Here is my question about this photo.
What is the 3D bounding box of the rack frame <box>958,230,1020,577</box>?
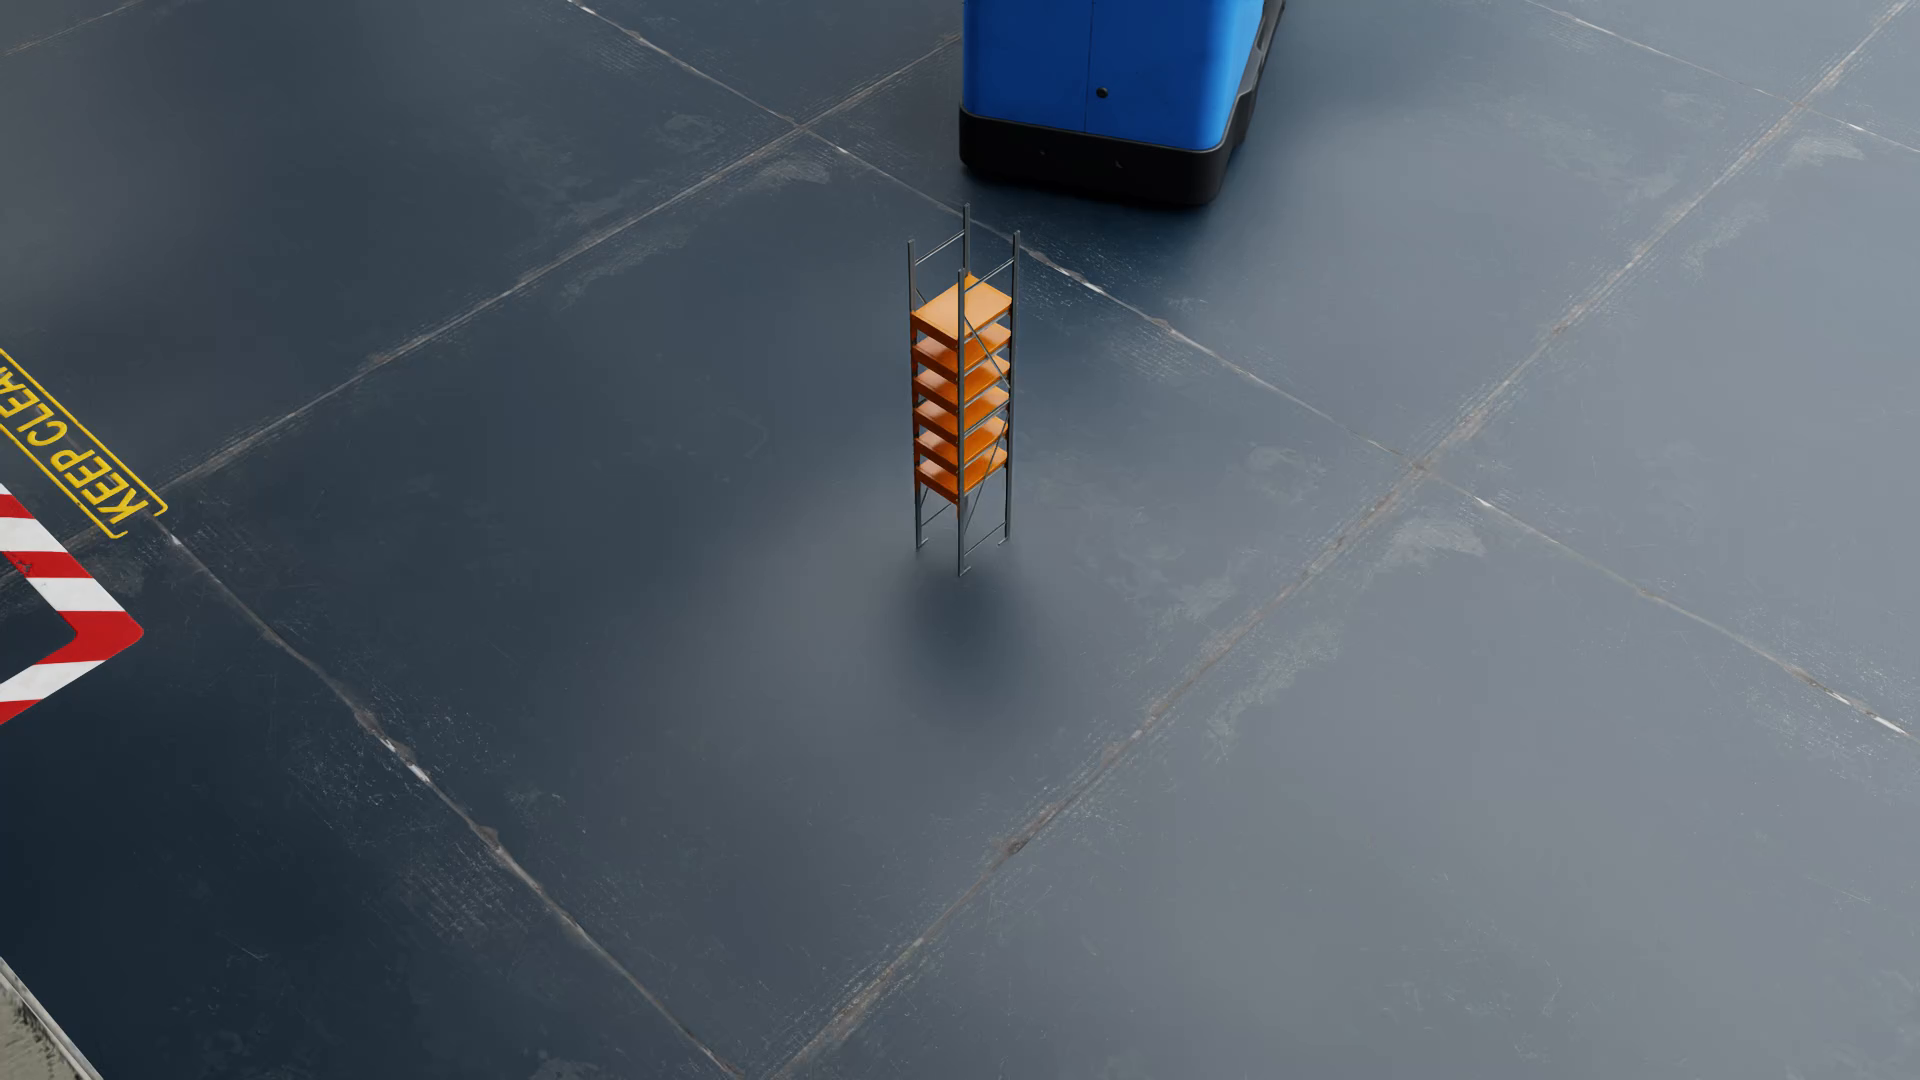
[{"bbox_3d":[0.078,-0.358,4.857,0.006,1.200,0.240,34,55,28],"label":"rack frame"}]

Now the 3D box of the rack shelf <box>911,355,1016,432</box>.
[{"bbox_3d":[0.011,-0.455,4.844,0.180,0.103,0.258,34,55,28],"label":"rack shelf"}]

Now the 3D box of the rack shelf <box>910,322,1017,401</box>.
[{"bbox_3d":[0.011,-0.537,4.757,0.180,0.103,0.258,34,55,28],"label":"rack shelf"}]

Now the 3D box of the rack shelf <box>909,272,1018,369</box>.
[{"bbox_3d":[0.011,-0.620,4.669,0.180,0.103,0.258,34,55,28],"label":"rack shelf"}]

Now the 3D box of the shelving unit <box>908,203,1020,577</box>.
[{"bbox_3d":[0.011,-0.404,4.899,0.189,1.200,0.258,34,55,28],"label":"shelving unit"}]

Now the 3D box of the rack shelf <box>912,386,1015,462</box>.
[{"bbox_3d":[0.011,-0.373,4.932,0.180,0.103,0.258,34,55,28],"label":"rack shelf"}]

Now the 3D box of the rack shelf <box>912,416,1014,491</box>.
[{"bbox_3d":[0.011,-0.291,5.019,0.180,0.103,0.258,34,55,28],"label":"rack shelf"}]

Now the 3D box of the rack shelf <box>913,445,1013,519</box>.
[{"bbox_3d":[0.011,-0.209,5.107,0.180,0.103,0.258,34,55,28],"label":"rack shelf"}]

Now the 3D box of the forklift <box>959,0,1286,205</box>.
[{"bbox_3d":[0.900,-3.404,6.529,1.130,2.935,3.031,12,48,11],"label":"forklift"}]

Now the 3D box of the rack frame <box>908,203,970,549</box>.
[{"bbox_3d":[-0.057,-0.449,4.942,0.006,1.200,0.240,34,55,28],"label":"rack frame"}]
